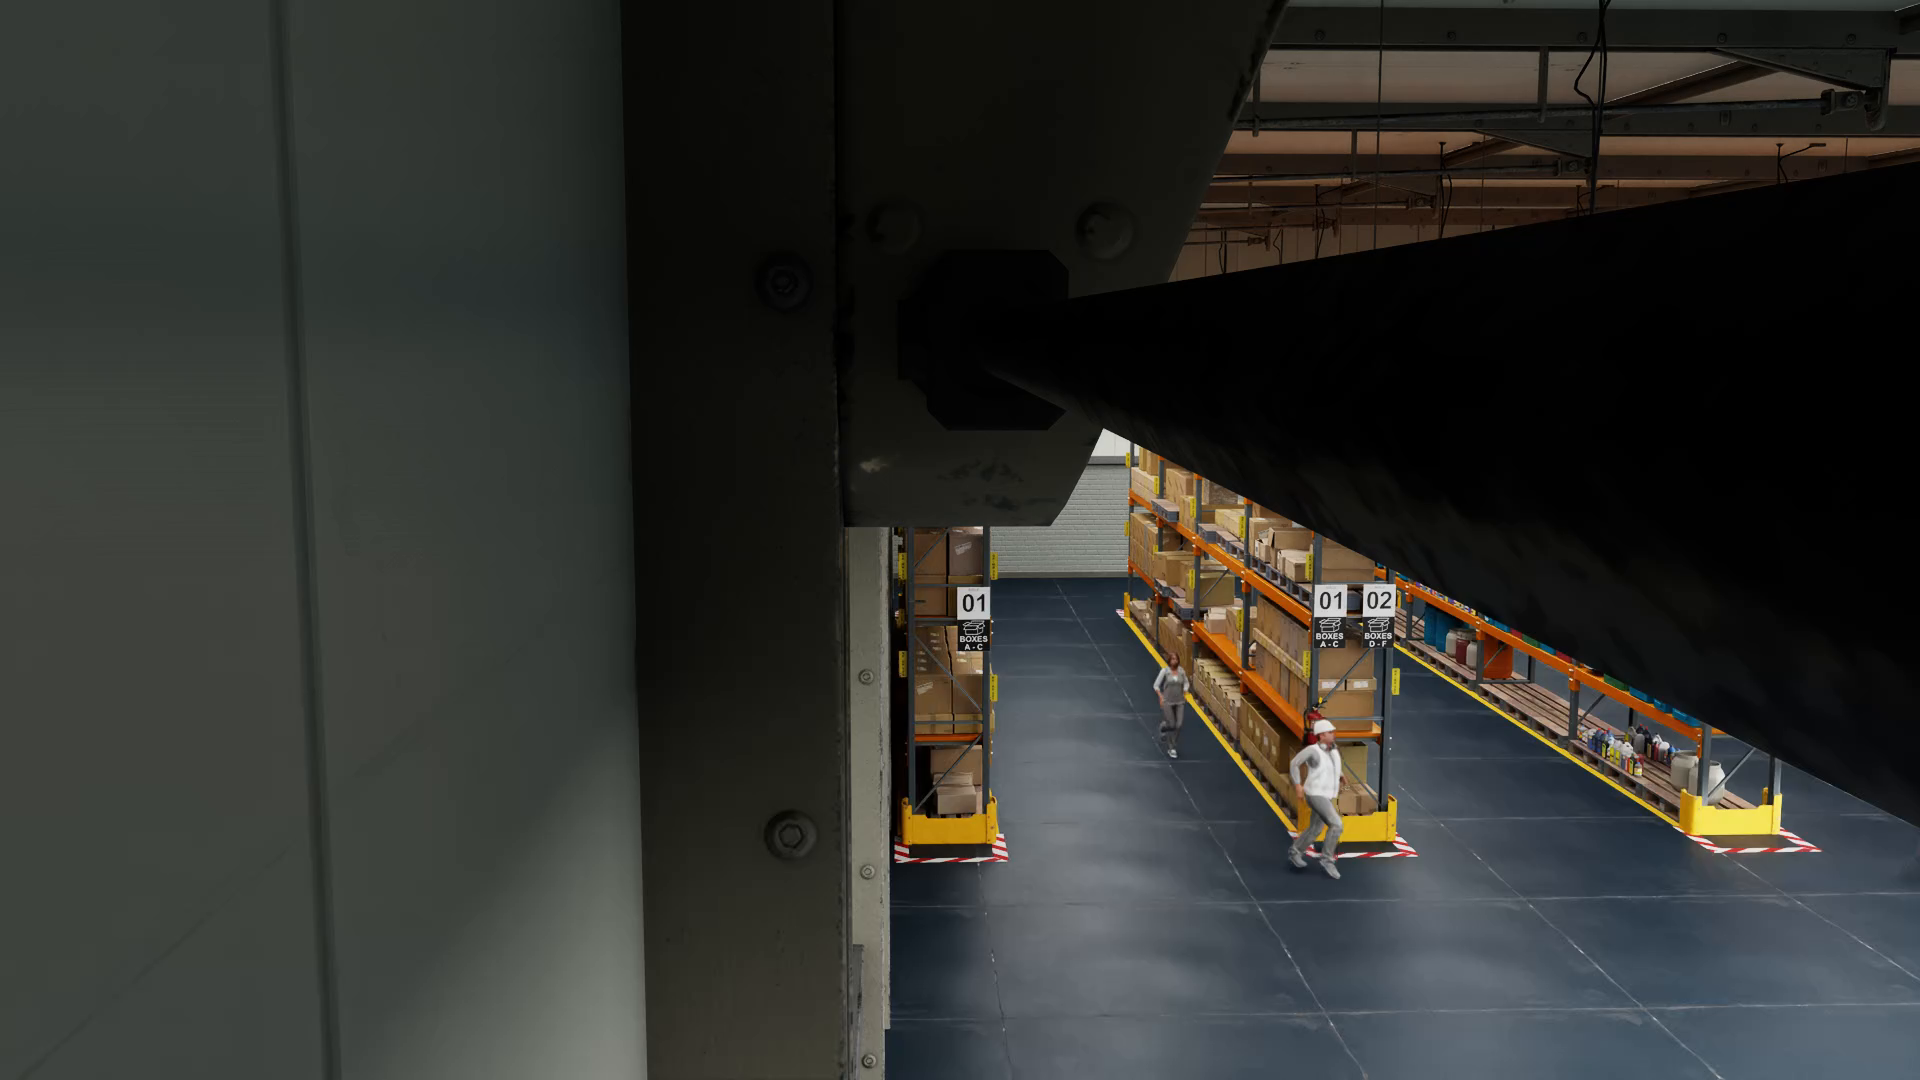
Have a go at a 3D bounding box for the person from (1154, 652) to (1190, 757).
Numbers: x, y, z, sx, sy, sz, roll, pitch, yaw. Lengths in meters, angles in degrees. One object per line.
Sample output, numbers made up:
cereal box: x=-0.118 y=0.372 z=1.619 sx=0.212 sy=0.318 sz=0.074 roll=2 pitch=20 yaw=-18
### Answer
person: x=3.145 y=2.419 z=24.653 sx=0.538 sy=1.557 sz=0.549 roll=-1 pitch=7 yaw=-10

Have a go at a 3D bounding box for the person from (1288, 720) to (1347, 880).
person: x=4.235 y=2.980 z=19.396 sx=0.733 sy=1.752 sz=0.643 roll=6 pitch=10 yaw=41
